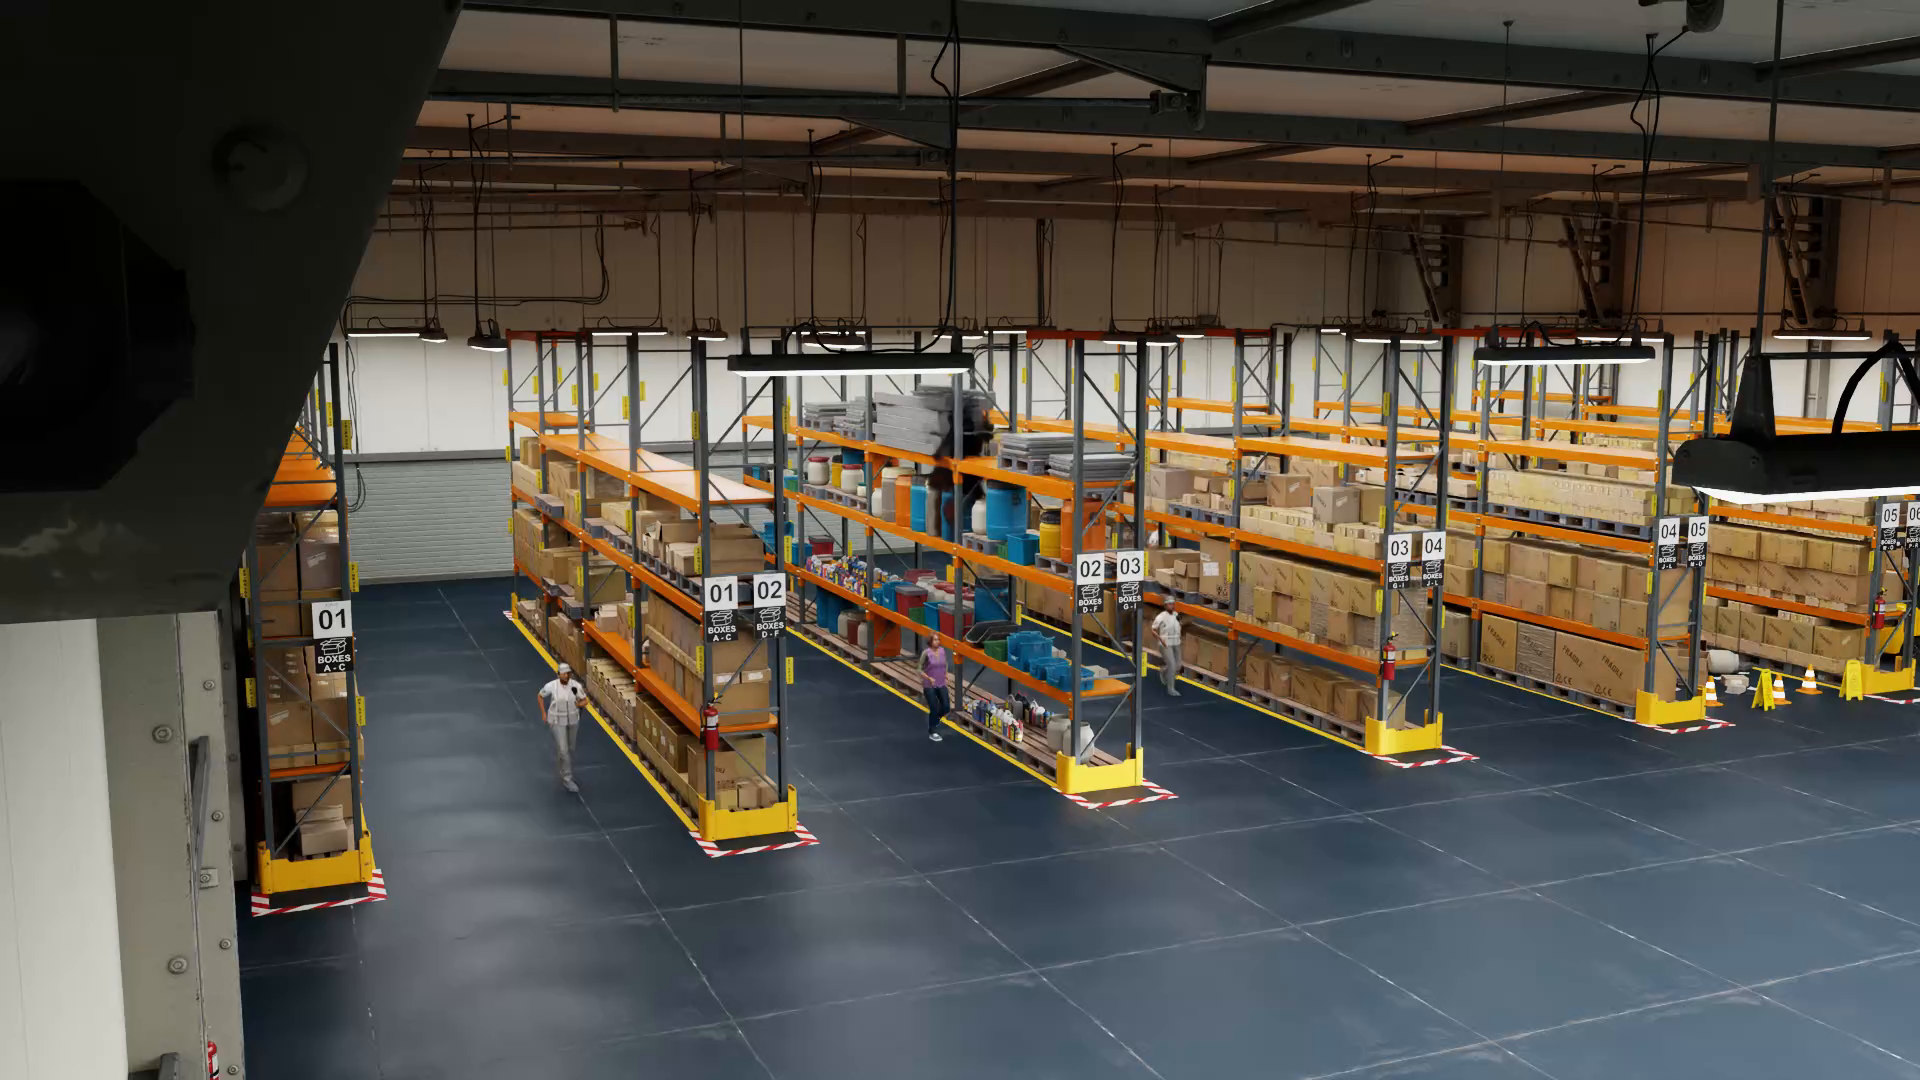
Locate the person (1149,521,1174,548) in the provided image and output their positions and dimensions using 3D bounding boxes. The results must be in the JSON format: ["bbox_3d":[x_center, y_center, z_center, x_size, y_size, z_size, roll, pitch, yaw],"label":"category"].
[{"bbox_3d":[4.457,0.400,36.975,0.658,1.775,0.984,-3,8,-23],"label":"person"}]

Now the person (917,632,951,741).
[{"bbox_3d":[-0.347,2.121,23.526,0.512,1.475,0.491,-5,9,-30],"label":"person"}]

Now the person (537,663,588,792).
[{"bbox_3d":[-5.304,2.460,22.312,0.599,1.668,0.919,-5,9,-33],"label":"person"}]

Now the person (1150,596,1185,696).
[{"bbox_3d":[3.469,1.739,27.777,0.580,1.655,0.701,-4,9,-28],"label":"person"}]
